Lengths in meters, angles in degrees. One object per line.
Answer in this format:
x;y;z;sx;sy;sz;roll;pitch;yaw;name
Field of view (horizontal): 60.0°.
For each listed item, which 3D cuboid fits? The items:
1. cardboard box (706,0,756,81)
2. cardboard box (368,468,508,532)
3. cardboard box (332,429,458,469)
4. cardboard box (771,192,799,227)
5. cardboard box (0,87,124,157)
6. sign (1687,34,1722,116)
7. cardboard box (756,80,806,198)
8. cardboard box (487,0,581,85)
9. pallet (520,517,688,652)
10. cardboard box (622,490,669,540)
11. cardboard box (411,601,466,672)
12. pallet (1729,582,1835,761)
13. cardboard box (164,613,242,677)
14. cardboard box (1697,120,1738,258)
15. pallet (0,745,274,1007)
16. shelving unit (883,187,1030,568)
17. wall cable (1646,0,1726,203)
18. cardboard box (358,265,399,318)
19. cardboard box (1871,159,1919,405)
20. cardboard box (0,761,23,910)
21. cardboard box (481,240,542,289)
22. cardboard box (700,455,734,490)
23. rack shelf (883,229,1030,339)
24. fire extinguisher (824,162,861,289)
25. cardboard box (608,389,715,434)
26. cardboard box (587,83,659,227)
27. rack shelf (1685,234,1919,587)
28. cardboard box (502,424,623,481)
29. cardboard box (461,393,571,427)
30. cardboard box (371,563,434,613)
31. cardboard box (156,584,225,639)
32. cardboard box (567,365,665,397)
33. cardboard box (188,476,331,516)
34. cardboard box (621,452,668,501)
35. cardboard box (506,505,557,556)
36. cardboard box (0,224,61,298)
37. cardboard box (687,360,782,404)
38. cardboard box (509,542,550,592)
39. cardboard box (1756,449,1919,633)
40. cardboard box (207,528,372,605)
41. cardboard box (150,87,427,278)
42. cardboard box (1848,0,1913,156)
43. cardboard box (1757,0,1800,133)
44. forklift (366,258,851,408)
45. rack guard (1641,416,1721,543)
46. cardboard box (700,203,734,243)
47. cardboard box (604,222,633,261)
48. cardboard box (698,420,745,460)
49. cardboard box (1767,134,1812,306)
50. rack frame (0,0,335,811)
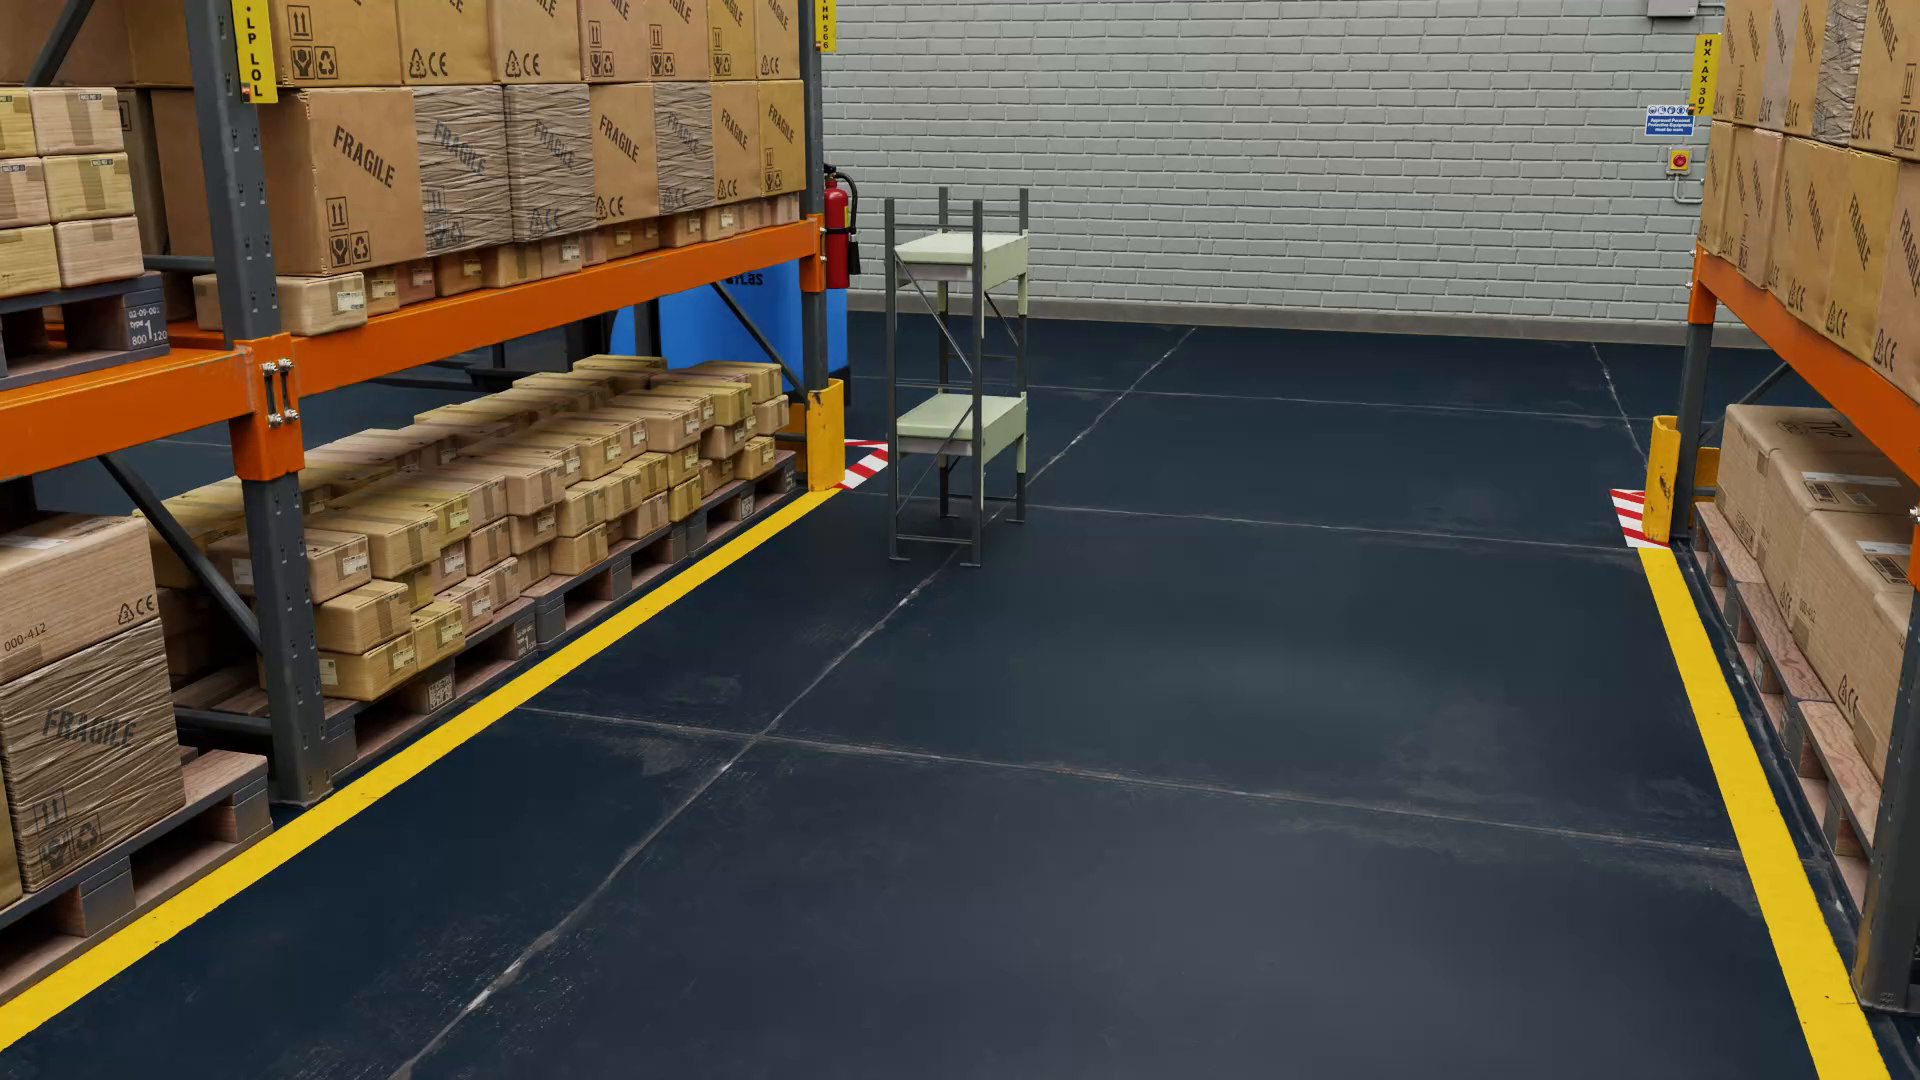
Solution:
-1.189;-2.187;6.981;0.500;0.500;0.500;4;16;14;cardboard box
-1.782;-0.138;5.683;0.380;0.149;0.250;4;16;14;cardboard box
-2.139;-0.316;6.313;0.380;0.149;0.250;4;16;14;cardboard box
-0.975;-1.558;7.785;0.380;0.149;0.250;5;16;16;cardboard box
-2.217;-0.987;3.912;0.380;0.149;0.250;5;17;18;cardboard box
3.091;-1.928;6.897;0.100;0.325;0.005;5;16;16;sign
-1.035;-1.840;7.590;0.500;0.500;0.500;5;17;17;cardboard box
-1.623;-1.777;5.537;0.500;0.500;0.500;5;17;17;cardboard box
-1.789;0.103;6.578;1.003;0.211;1.213;5;16;16;pallet
-1.404;-0.118;6.703;0.380;0.149;0.250;5;17;17;cardboard box
-1.803;0.290;5.265;0.380;0.149;0.250;5;17;18;cardboard box
3.120;0.446;5.369;1.003;0.211;1.213;5;16;16;pallet
-2.506;0.301;5.226;0.380;0.149;0.250;5;17;17;cardboard box
3.209;-1.373;6.491;0.500;0.500;0.500;4;16;15;cardboard box
-2.510;0.806;4.102;1.003;0.211;1.213;5;16;16;pallet
-0.002;-0.720;7.119;0.431;1.500;0.755;5;16;16;shelving unit
5.201;-3.410;11.934;0.585;1.953;0.123;5;16;16;wall cable
-1.894;-0.741;4.904;0.380;0.149;0.250;5;17;17;cardboard box
2.371;-0.571;3.664;0.500;0.500;0.500;5;17;16;cardboard box
-2.405;0.608;3.499;0.500;0.500;0.500;4;16;15;cardboard box
-1.651;-0.946;5.628;0.380;0.149;0.250;5;17;17;cardboard box
-1.237;-0.325;7.433;0.380;0.149;0.250;5;16;16;cardboard box
-0.002;-1.095;7.012;0.431;0.370;0.720;5;16;16;rack shelf
-0.640;-1.600;8.297;0.296;0.674;0.183;5;16;16;fire extinguisher
-1.274;-0.543;7.111;0.380;0.149;0.250;4;16;14;cardboard box
-1.472;-1.442;6.189;0.500;0.500;0.500;5;17;19;cardboard box
3.053;-0.559;5.122;1.077;0.370;4.000;5;16;16;rack shelf
-1.525;-0.337;6.386;0.380;0.149;0.250;5;17;16;cardboard box
-1.865;-0.511;7.000;0.380;0.149;0.250;5;17;18;cardboard box
-1.895;0.144;5.236;0.380;0.149;0.250;5;17;16;cardboard box
-2.506;0.180;5.108;0.380;0.149;0.250;5;17;17;cardboard box
-1.591;-0.711;7.702;0.380;0.149;0.250;5;17;17;cardboard box
-2.340;-0.105;5.568;0.380;0.149;0.250;4;16;15;cardboard box
-1.401;-0.261;6.663;0.380;0.149;0.250;5;17;19;cardboard box
-1.680;-0.063;5.966;0.380;0.149;0.250;5;17;18;cardboard box
-2.286;-0.633;3.756;0.380;0.149;0.250;5;17;16;cardboard box
-1.061;-0.745;7.822;0.380;0.149;0.250;5;17;17;cardboard box
-1.715;0.078;6.014;0.380;0.149;0.250;4;16;13;cardboard box
3.277;0.022;5.679;0.875;0.438;0.875;5;17;17;cardboard box
-1.994;0.070;4.951;0.380;0.149;0.250;5;17;18;cardboard box
-1.908;-1.041;4.773;0.500;0.500;0.500;4;16;15;cardboard box
2.506;-1.188;4.006;0.500;0.500;0.500;4;16;15;cardboard box
2.933;-1.583;5.399;0.500;0.500;0.500;4;16;15;cardboard box
-2.226;-2.155;9.557;3.031;2.935;1.130;5;17;16;forklift
3.628;-0.232;7.232;1.175;0.500;0.348;5;16;16;rack guard
-1.189;-1.360;7.089;0.380;0.149;0.250;5;17;17;cardboard box
-1.485;-1.157;6.372;0.380;0.149;0.250;5;17;17;cardboard box
-1.176;-0.463;7.376;0.380;0.149;0.250;4;16;14;cardboard box
2.804;-0.975;5.086;0.500;0.500;0.500;5;17;18;cardboard box
-2.290;-0.740;4.440;1.000;3.000;0.127;5;16;16;rack frame
